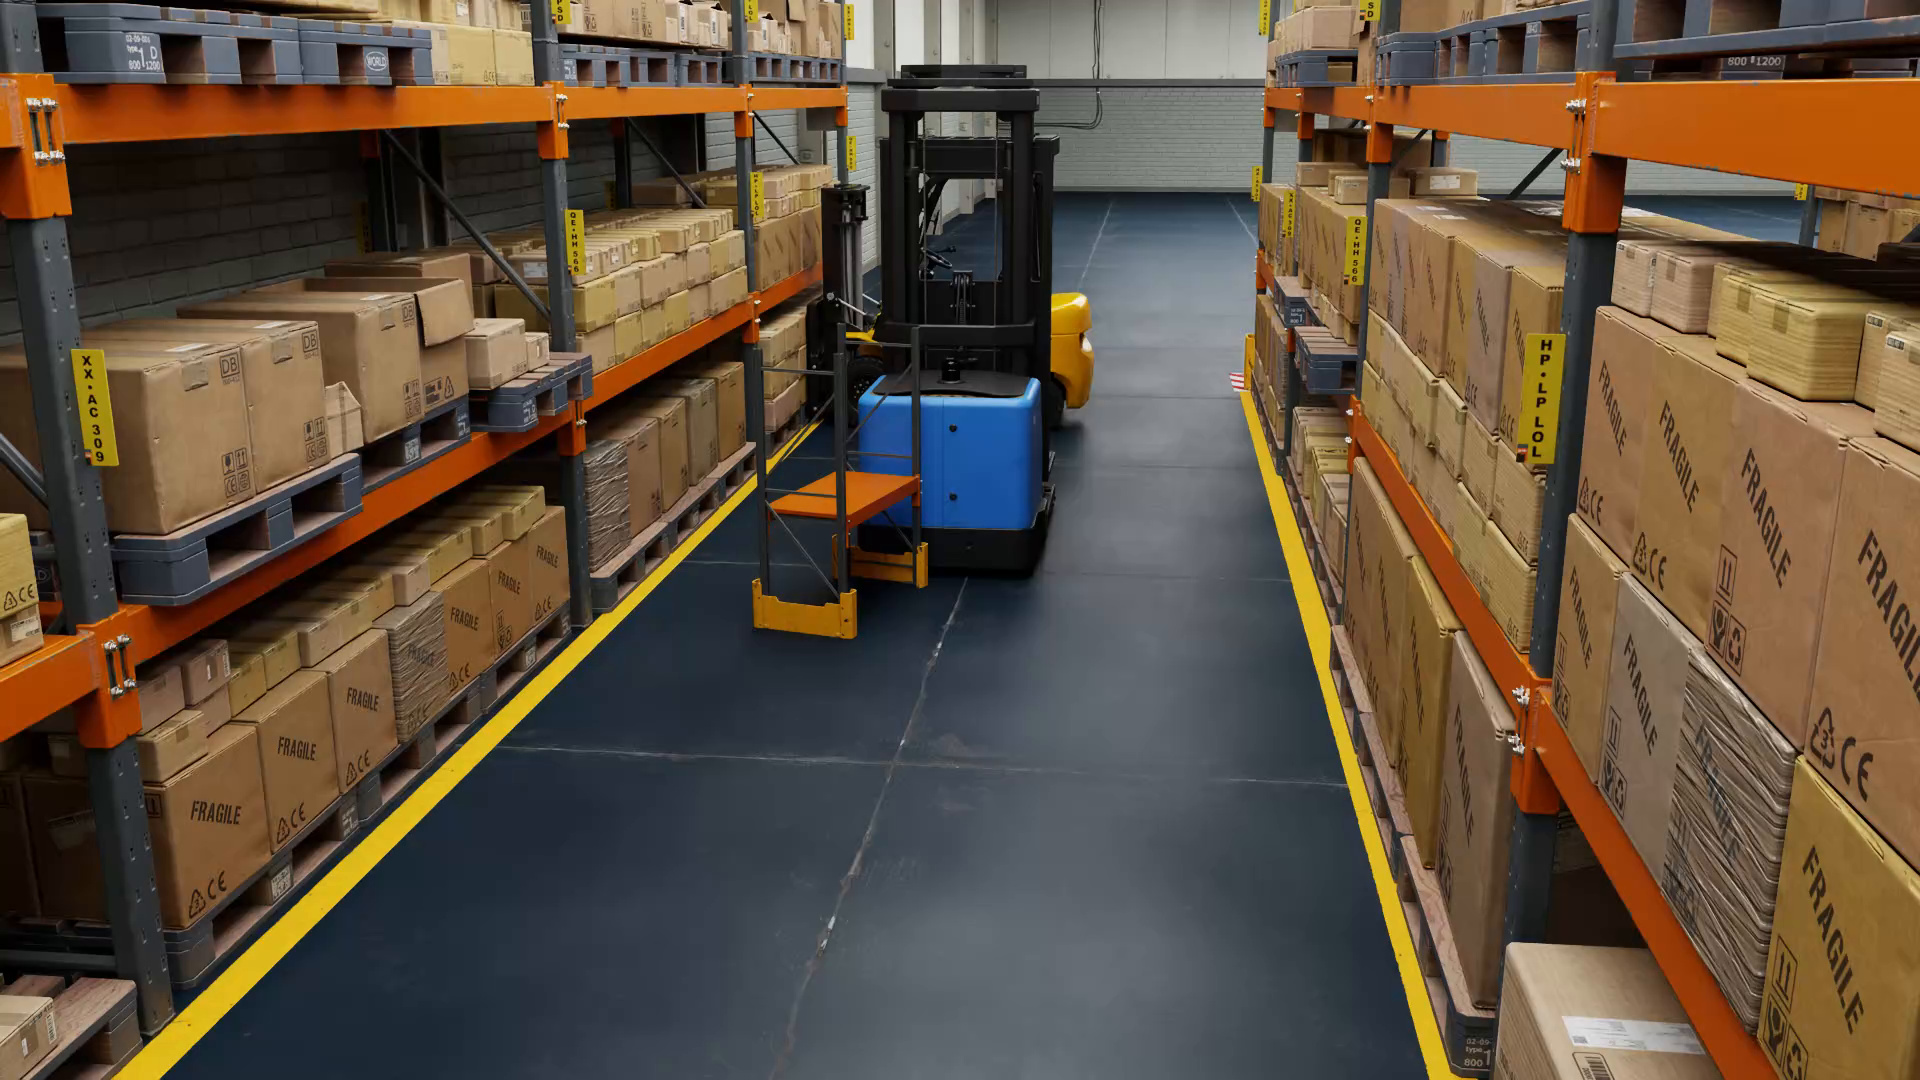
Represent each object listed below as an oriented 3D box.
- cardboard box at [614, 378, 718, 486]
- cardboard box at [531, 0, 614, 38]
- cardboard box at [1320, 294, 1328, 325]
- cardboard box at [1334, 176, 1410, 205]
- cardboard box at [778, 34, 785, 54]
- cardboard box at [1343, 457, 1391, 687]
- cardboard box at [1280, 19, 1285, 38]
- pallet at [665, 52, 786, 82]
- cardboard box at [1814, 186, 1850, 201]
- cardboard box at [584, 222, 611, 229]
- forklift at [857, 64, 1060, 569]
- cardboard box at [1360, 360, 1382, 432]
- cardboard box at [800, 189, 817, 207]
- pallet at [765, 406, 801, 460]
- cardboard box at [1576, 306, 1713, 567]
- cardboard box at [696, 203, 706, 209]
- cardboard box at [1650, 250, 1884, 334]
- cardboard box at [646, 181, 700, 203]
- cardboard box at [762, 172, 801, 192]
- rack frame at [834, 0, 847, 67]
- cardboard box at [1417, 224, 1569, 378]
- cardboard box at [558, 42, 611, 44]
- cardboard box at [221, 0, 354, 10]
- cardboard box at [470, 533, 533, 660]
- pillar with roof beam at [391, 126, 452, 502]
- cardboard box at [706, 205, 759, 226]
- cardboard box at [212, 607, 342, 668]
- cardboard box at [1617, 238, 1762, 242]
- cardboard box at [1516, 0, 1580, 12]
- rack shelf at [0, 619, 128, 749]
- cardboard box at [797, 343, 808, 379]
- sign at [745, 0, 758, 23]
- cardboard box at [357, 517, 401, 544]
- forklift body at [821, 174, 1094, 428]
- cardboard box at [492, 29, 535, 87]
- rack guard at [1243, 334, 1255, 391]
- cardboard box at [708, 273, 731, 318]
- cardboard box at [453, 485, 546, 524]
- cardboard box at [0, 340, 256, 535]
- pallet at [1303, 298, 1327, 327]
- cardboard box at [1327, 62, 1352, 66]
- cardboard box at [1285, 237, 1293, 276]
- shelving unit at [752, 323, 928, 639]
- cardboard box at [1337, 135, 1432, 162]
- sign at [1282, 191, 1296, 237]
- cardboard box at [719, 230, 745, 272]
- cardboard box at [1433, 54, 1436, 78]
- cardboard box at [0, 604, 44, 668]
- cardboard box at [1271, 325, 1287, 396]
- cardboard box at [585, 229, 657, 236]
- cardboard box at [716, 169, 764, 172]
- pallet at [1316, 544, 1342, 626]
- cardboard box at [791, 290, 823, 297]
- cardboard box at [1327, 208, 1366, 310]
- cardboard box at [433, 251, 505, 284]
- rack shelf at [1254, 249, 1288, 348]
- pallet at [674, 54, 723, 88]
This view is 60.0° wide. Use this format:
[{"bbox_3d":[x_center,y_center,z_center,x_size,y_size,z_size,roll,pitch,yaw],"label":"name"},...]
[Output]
[{"bbox_3d":[-2.182,-0.756,11.457,0.875,0.625,0.625,2,15,6],"label":"cardboard box"},{"bbox_3d":[-2.166,-2.927,8.807,0.500,0.500,0.500,2,15,7],"label":"cardboard box"},{"bbox_3d":[2.241,-1.303,9.409,0.380,0.149,0.250,2,15,7],"label":"cardboard box"},{"bbox_3d":[2.347,-1.994,9.482,0.380,0.149,0.250,1,15,4],"label":"cardboard box"},{"bbox_3d":[-1.599,-3.921,13.155,0.380,0.149,0.250,2,15,8],"label":"cardboard box"},{"bbox_3d":[2.282,0.146,7.643,0.875,0.875,0.875,2,15,6],"label":"cardboard box"},{"bbox_3d":[2.854,-4.230,13.766,0.380,0.149,0.250,2,15,8],"label":"cardboard box"},{"bbox_3d":[-1.968,-3.664,12.888,1.003,0.211,1.213,2,15,6],"label":"pallet"},{"bbox_3d":[8.195,-3.308,14.792,0.875,0.550,0.550,2,15,6],"label":"cardboard box"},{"bbox_3d":[-2.488,-1.984,10.819,0.380,0.149,0.250,2,15,6],"label":"cardboard box"},{"bbox_3d":[0.070,-1.578,10.884,1.130,2.935,3.031,2,15,6],"label":"forklift"},{"bbox_3d":[2.137,-0.662,7.651,0.500,0.250,0.500,1,15,5],"label":"cardboard box"},{"bbox_3d":[-1.468,-3.004,14.590,0.380,0.149,0.250,2,15,7],"label":"cardboard box"},{"bbox_3d":[-1.907,-0.896,13.570,1.003,0.211,1.213,2,15,6],"label":"pallet"},{"bbox_3d":[1.697,-0.231,3.663,0.500,0.500,0.500,2,15,7],"label":"cardboard box"},{"bbox_3d":[-2.226,-2.623,13.183,0.380,0.149,0.250,2,15,8],"label":"cardboard box"},{"bbox_3d":[1.685,-0.519,3.487,0.380,0.149,0.250,2,15,7],"label":"cardboard box"},{"bbox_3d":[-2.233,-2.697,12.886,0.380,0.149,0.250,1,15,5],"label":"cardboard box"},{"bbox_3d":[-1.585,-3.082,14.309,0.380,0.149,0.250,2,15,7],"label":"cardboard box"},{"bbox_3d":[-1.587,-5.970,15.501,1.000,3.000,0.127,2,15,6],"label":"rack frame"},{"bbox_3d":[1.963,-0.871,6.029,0.500,0.500,0.500,2,15,7],"label":"cardboard box"},{"bbox_3d":[-2.326,-3.140,10.232,0.380,0.166,0.250,2,15,6],"label":"cardboard box"},{"bbox_3d":[-2.362,-1.936,5.813,0.380,0.149,0.250,2,15,8],"label":"cardboard box"},{"bbox_3d":[-2.391,0.250,7.974,0.500,0.500,0.500,1,15,5],"label":"cardboard box"},{"bbox_3d":[1.039,-4.133,8.707,9.100,9.000,0.400,2,15,6],"label":"pillar with roof beam"},{"bbox_3d":[-1.741,-2.473,12.627,0.380,0.149,0.250,1,15,5],"label":"cardboard box"},{"bbox_3d":[-2.582,0.368,6.297,0.380,0.149,0.250,2,15,6],"label":"cardboard box"},{"bbox_3d":[2.415,-0.716,5.456,0.500,0.500,0.500,1,15,5],"label":"cardboard box"},{"bbox_3d":[1.882,-1.659,4.670,0.500,0.311,0.500,2,15,6],"label":"cardboard box"},{"bbox_3d":[-3.167,0.904,2.950,1.077,0.370,4.000,2,15,6],"label":"rack shelf"},{"bbox_3d":[-1.554,-1.530,14.081,0.500,0.250,0.500,2,15,6],"label":"cardboard box"},{"bbox_3d":[-1.498,-3.873,11.897,0.100,0.325,0.005,2,15,6],"label":"sign"},{"bbox_3d":[-2.864,-0.047,7.832,0.380,0.149,0.250,2,15,7],"label":"cardboard box"},{"bbox_3d":[0.012,-2.119,14.377,2.313,2.155,1.214,2,15,6],"label":"forklift body"},{"bbox_3d":[-2.307,-2.235,7.720,0.500,0.250,0.500,1,15,4],"label":"cardboard box"},{"bbox_3d":[3.337,-1.702,16.000,1.175,0.500,0.348,2,15,6],"label":"rack guard"},{"bbox_3d":[-1.887,-1.695,11.472,0.500,0.250,0.500,2,15,6],"label":"cardboard box"},{"bbox_3d":[-2.294,-0.173,8.296,0.380,0.149,0.250,1,15,4],"label":"cardboard box"},{"bbox_3d":[-2.664,-0.332,5.146,0.700,0.500,0.500,2,15,8],"label":"cardboard box"},{"bbox_3d":[2.625,-1.276,10.002,1.003,0.211,1.213,2,15,6],"label":"pallet"},{"bbox_3d":[2.676,-3.533,11.954,0.500,0.250,0.500,2,15,6],"label":"cardboard box"},{"bbox_3d":[2.697,-2.206,12.312,0.500,0.500,0.500,1,15,5],"label":"cardboard box"},{"bbox_3d":[-0.648,-0.361,9.122,0.587,1.500,1.083,6,16,20],"label":"shelving unit"},{"bbox_3d":[3.238,-2.805,12.614,0.700,0.500,0.500,2,15,7],"label":"cardboard box"},{"bbox_3d":[2.354,-2.323,11.849,0.100,0.325,0.005,2,15,6],"label":"sign"},{"bbox_3d":[-1.840,-2.071,11.903,0.500,0.250,0.500,1,15,5],"label":"cardboard box"},{"bbox_3d":[2.269,-2.269,8.040,0.380,0.149,0.250,2,15,6],"label":"cardboard box"},{"bbox_3d":[-2.726,0.250,4.473,0.380,0.149,0.250,2,15,7],"label":"cardboard box"},{"bbox_3d":[2.750,-1.422,13.201,0.500,0.500,0.500,2,15,7],"label":"cardboard box"},{"bbox_3d":[-2.093,-1.840,10.286,0.380,0.149,0.250,2,15,6],"label":"cardboard box"},{"bbox_3d":[-1.964,-3.230,14.855,0.380,0.149,0.250,2,15,8],"label":"cardboard box"},{"bbox_3d":[2.532,0.290,9.187,1.003,0.211,1.213,2,15,6],"label":"pallet"},{"bbox_3d":[-1.381,-2.171,15.492,0.500,0.250,0.500,2,15,7],"label":"cardboard box"},{"bbox_3d":[2.265,-1.509,8.930,0.500,0.500,0.500,1,15,5],"label":"cardboard box"},{"bbox_3d":[-2.654,-1.451,8.847,0.380,0.149,0.250,2,15,8],"label":"cardboard box"},{"bbox_3d":[3.120,-2.063,13.922,1.077,0.370,4.000,2,15,6],"label":"rack shelf"},{"bbox_3d":[-2.125,-3.163,11.233,0.805,0.209,1.217,1,15,4],"label":"pallet"}]
